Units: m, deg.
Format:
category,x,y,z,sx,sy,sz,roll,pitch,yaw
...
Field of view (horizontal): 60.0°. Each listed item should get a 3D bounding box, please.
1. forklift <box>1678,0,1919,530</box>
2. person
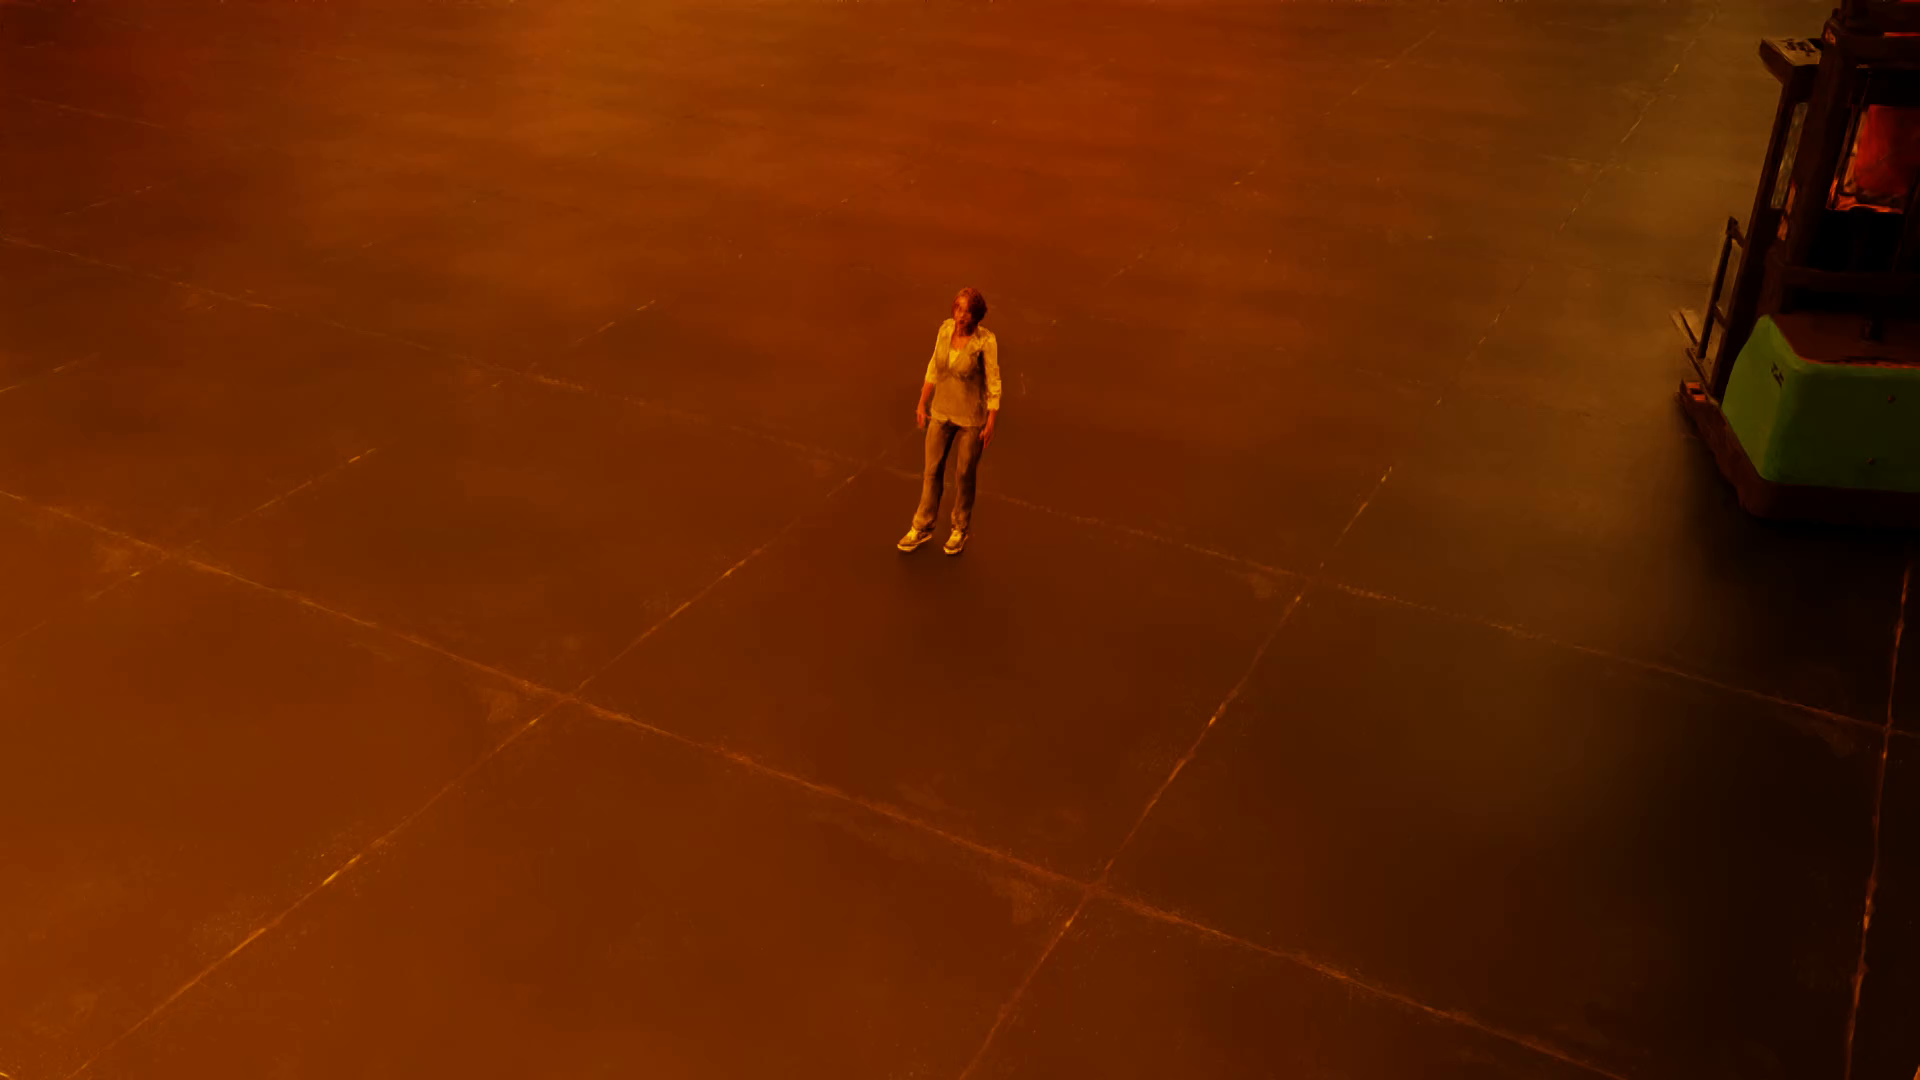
category,x,y,z,sx,sy,sz,roll,pitch,yaw
forklift,5.555,-2.048,10.619,1.130,2.935,3.031,4,30,8
person,-0.048,-0.669,9.550,0.521,1.597,0.474,15,33,25
